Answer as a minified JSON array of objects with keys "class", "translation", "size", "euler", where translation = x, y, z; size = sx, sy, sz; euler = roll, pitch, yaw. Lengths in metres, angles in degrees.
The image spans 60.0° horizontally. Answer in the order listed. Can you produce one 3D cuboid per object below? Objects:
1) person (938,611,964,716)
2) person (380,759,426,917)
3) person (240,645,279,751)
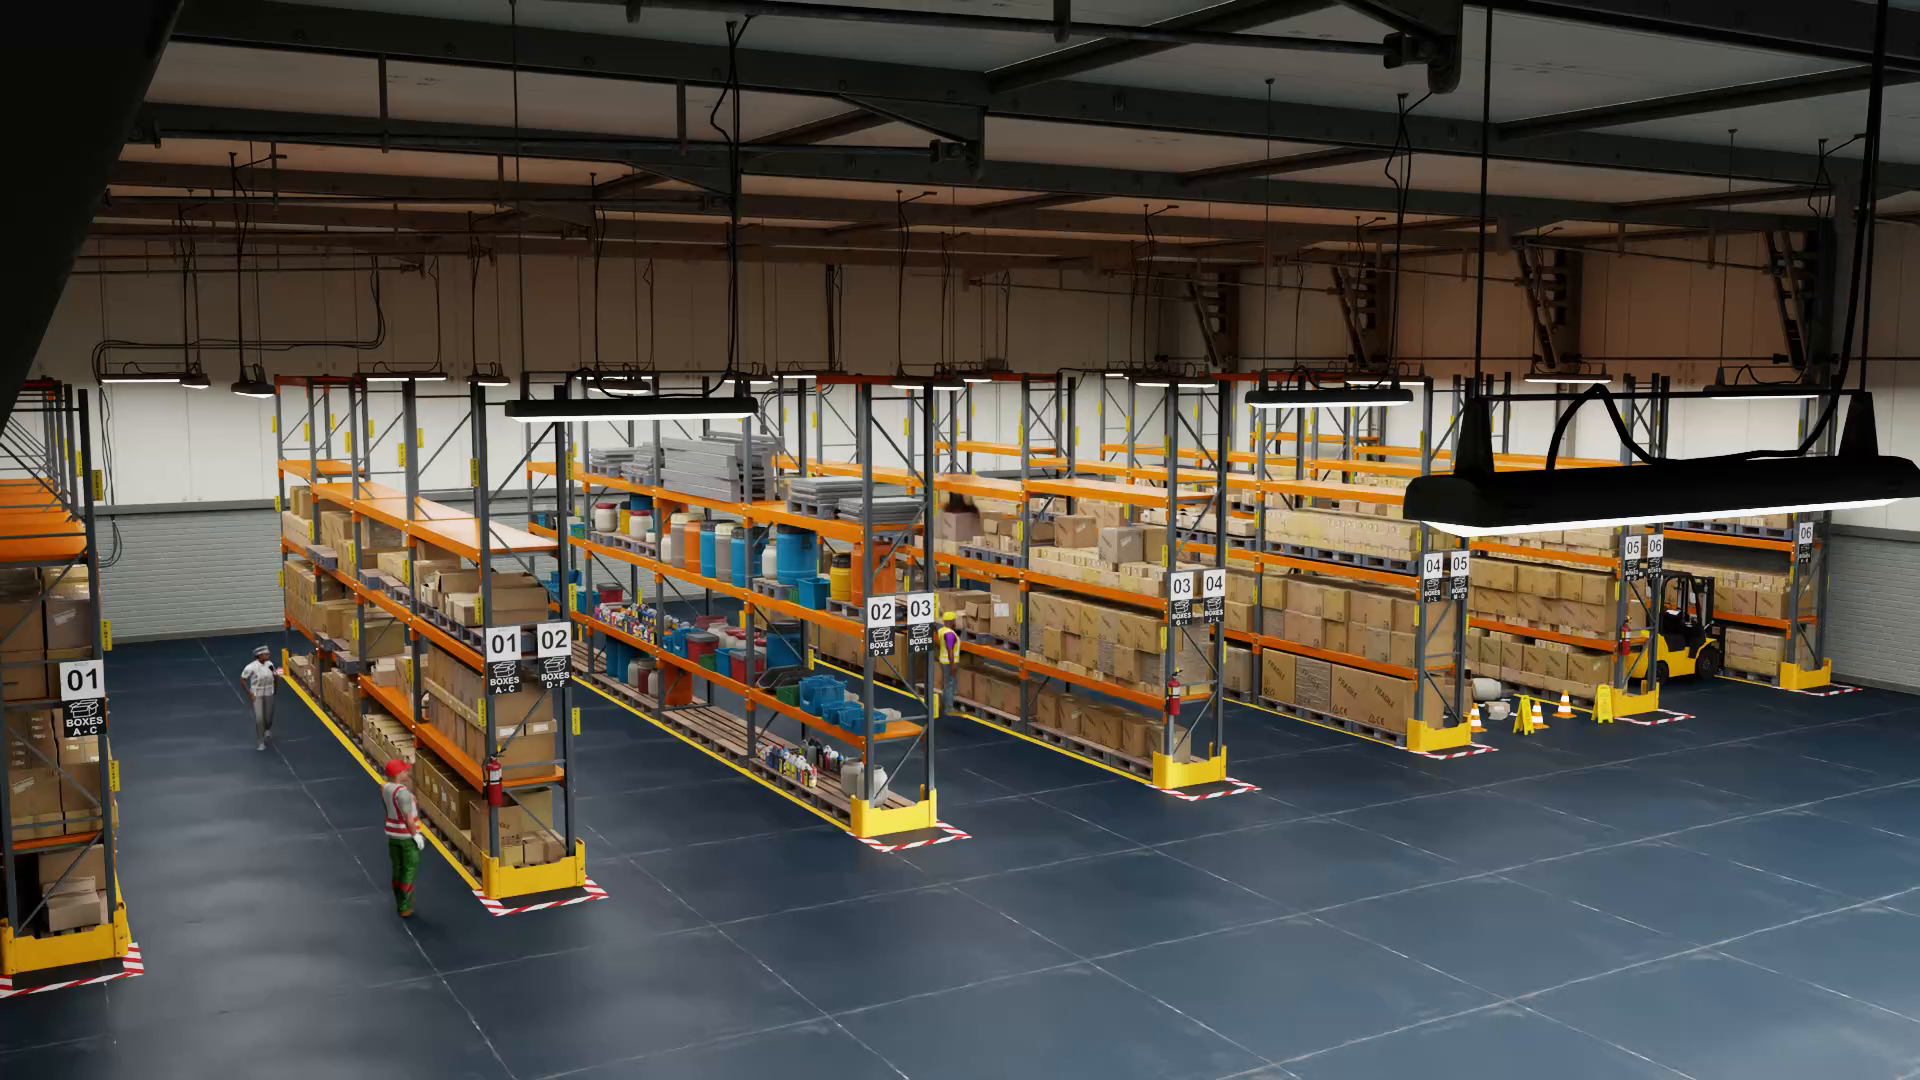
[{"class":"person","translation":[-0.150,2.111,28.204],"size":[0.387,1.802,0.625],"euler":[-1,6,-11]},{"class":"person","translation":[-6.346,3.368,19.059],"size":[0.568,1.787,0.555],"euler":[3,7,24]},{"class":"person","translation":[-11.431,2.562,27.150],"size":[0.591,1.722,0.744],"euler":[-3,7,-27]}]
